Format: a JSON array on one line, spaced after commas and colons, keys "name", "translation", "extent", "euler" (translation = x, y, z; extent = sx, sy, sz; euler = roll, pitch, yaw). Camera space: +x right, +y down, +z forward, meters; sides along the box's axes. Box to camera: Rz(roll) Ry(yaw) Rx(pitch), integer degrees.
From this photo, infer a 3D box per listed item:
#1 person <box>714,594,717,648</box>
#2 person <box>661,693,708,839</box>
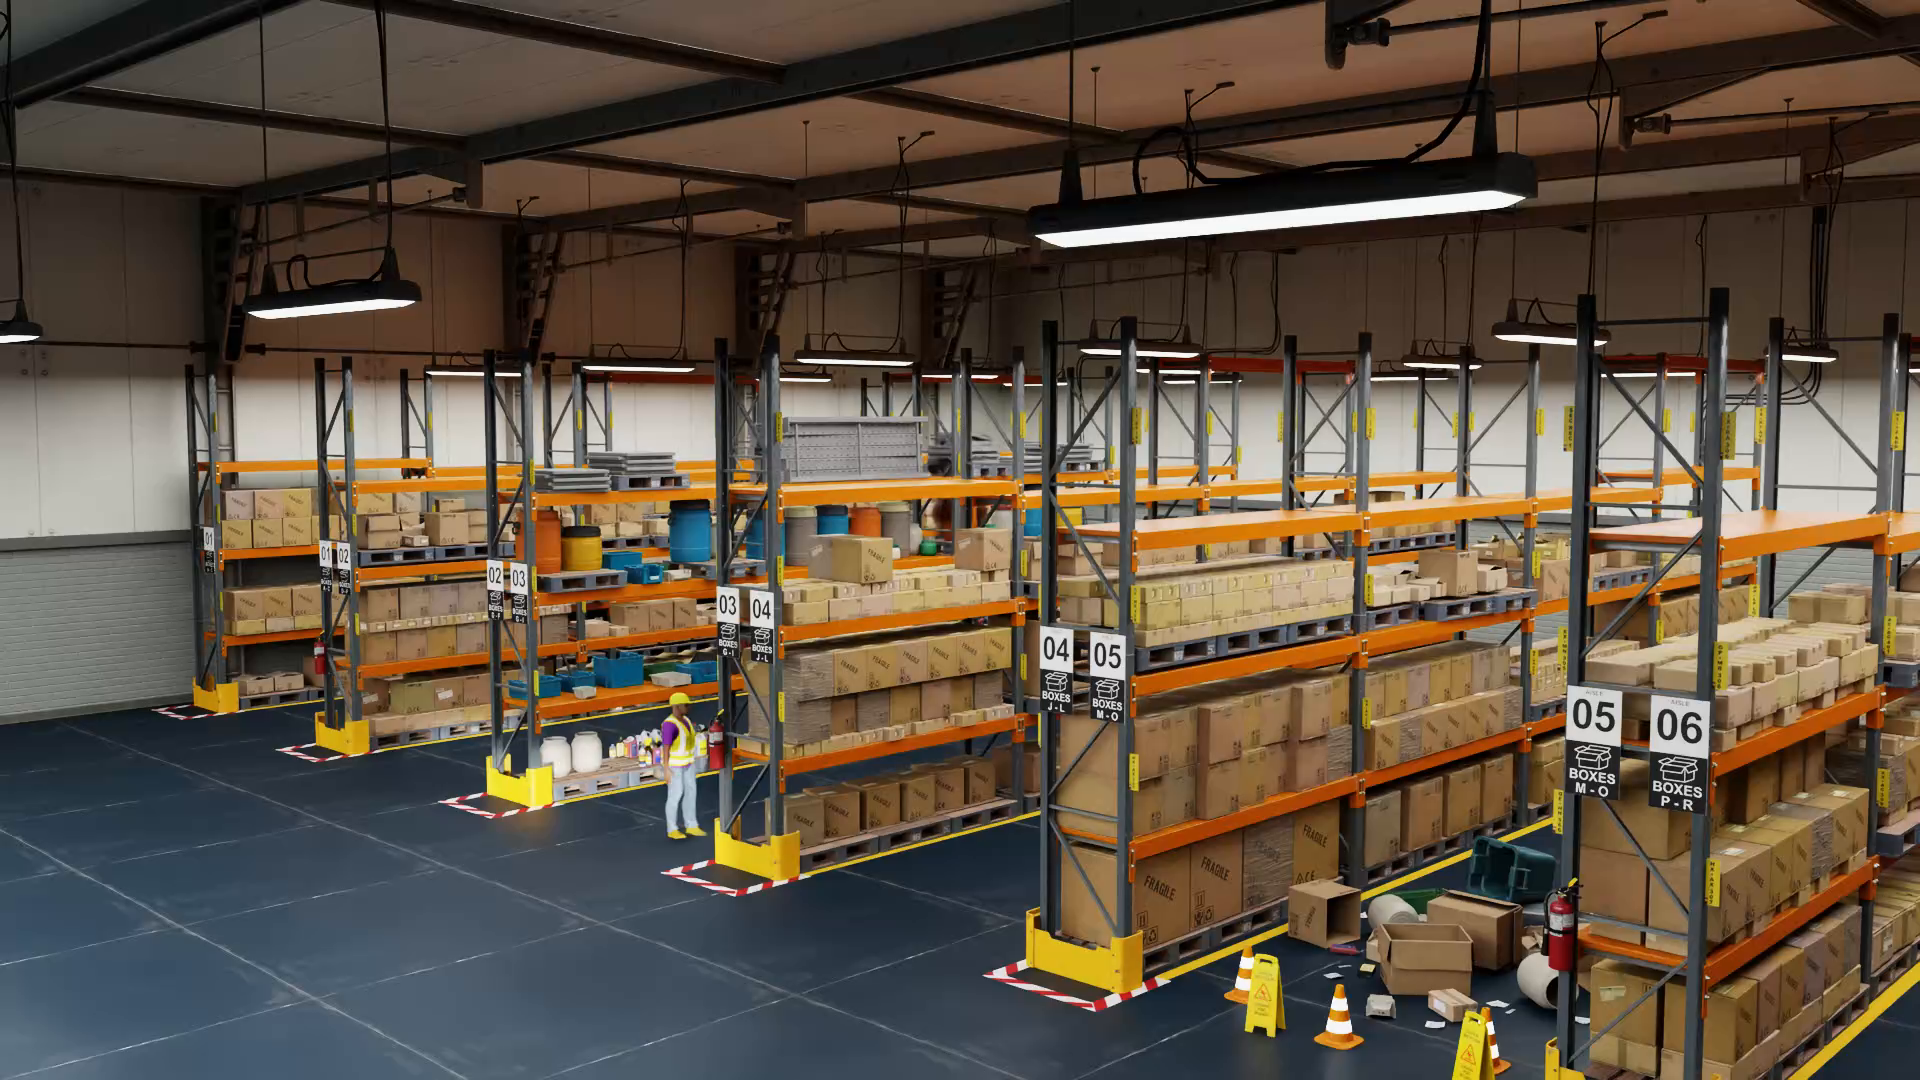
[{"name": "person", "translation": [-4.821, 1.699, 34.276], "extent": [0.634, 1.768, 0.730], "euler": [1, 4, 9]}, {"name": "person", "translation": [-3.370, 2.756, 20.187], "extent": [0.444, 1.801, 0.626], "euler": [2, 5, 21]}]
